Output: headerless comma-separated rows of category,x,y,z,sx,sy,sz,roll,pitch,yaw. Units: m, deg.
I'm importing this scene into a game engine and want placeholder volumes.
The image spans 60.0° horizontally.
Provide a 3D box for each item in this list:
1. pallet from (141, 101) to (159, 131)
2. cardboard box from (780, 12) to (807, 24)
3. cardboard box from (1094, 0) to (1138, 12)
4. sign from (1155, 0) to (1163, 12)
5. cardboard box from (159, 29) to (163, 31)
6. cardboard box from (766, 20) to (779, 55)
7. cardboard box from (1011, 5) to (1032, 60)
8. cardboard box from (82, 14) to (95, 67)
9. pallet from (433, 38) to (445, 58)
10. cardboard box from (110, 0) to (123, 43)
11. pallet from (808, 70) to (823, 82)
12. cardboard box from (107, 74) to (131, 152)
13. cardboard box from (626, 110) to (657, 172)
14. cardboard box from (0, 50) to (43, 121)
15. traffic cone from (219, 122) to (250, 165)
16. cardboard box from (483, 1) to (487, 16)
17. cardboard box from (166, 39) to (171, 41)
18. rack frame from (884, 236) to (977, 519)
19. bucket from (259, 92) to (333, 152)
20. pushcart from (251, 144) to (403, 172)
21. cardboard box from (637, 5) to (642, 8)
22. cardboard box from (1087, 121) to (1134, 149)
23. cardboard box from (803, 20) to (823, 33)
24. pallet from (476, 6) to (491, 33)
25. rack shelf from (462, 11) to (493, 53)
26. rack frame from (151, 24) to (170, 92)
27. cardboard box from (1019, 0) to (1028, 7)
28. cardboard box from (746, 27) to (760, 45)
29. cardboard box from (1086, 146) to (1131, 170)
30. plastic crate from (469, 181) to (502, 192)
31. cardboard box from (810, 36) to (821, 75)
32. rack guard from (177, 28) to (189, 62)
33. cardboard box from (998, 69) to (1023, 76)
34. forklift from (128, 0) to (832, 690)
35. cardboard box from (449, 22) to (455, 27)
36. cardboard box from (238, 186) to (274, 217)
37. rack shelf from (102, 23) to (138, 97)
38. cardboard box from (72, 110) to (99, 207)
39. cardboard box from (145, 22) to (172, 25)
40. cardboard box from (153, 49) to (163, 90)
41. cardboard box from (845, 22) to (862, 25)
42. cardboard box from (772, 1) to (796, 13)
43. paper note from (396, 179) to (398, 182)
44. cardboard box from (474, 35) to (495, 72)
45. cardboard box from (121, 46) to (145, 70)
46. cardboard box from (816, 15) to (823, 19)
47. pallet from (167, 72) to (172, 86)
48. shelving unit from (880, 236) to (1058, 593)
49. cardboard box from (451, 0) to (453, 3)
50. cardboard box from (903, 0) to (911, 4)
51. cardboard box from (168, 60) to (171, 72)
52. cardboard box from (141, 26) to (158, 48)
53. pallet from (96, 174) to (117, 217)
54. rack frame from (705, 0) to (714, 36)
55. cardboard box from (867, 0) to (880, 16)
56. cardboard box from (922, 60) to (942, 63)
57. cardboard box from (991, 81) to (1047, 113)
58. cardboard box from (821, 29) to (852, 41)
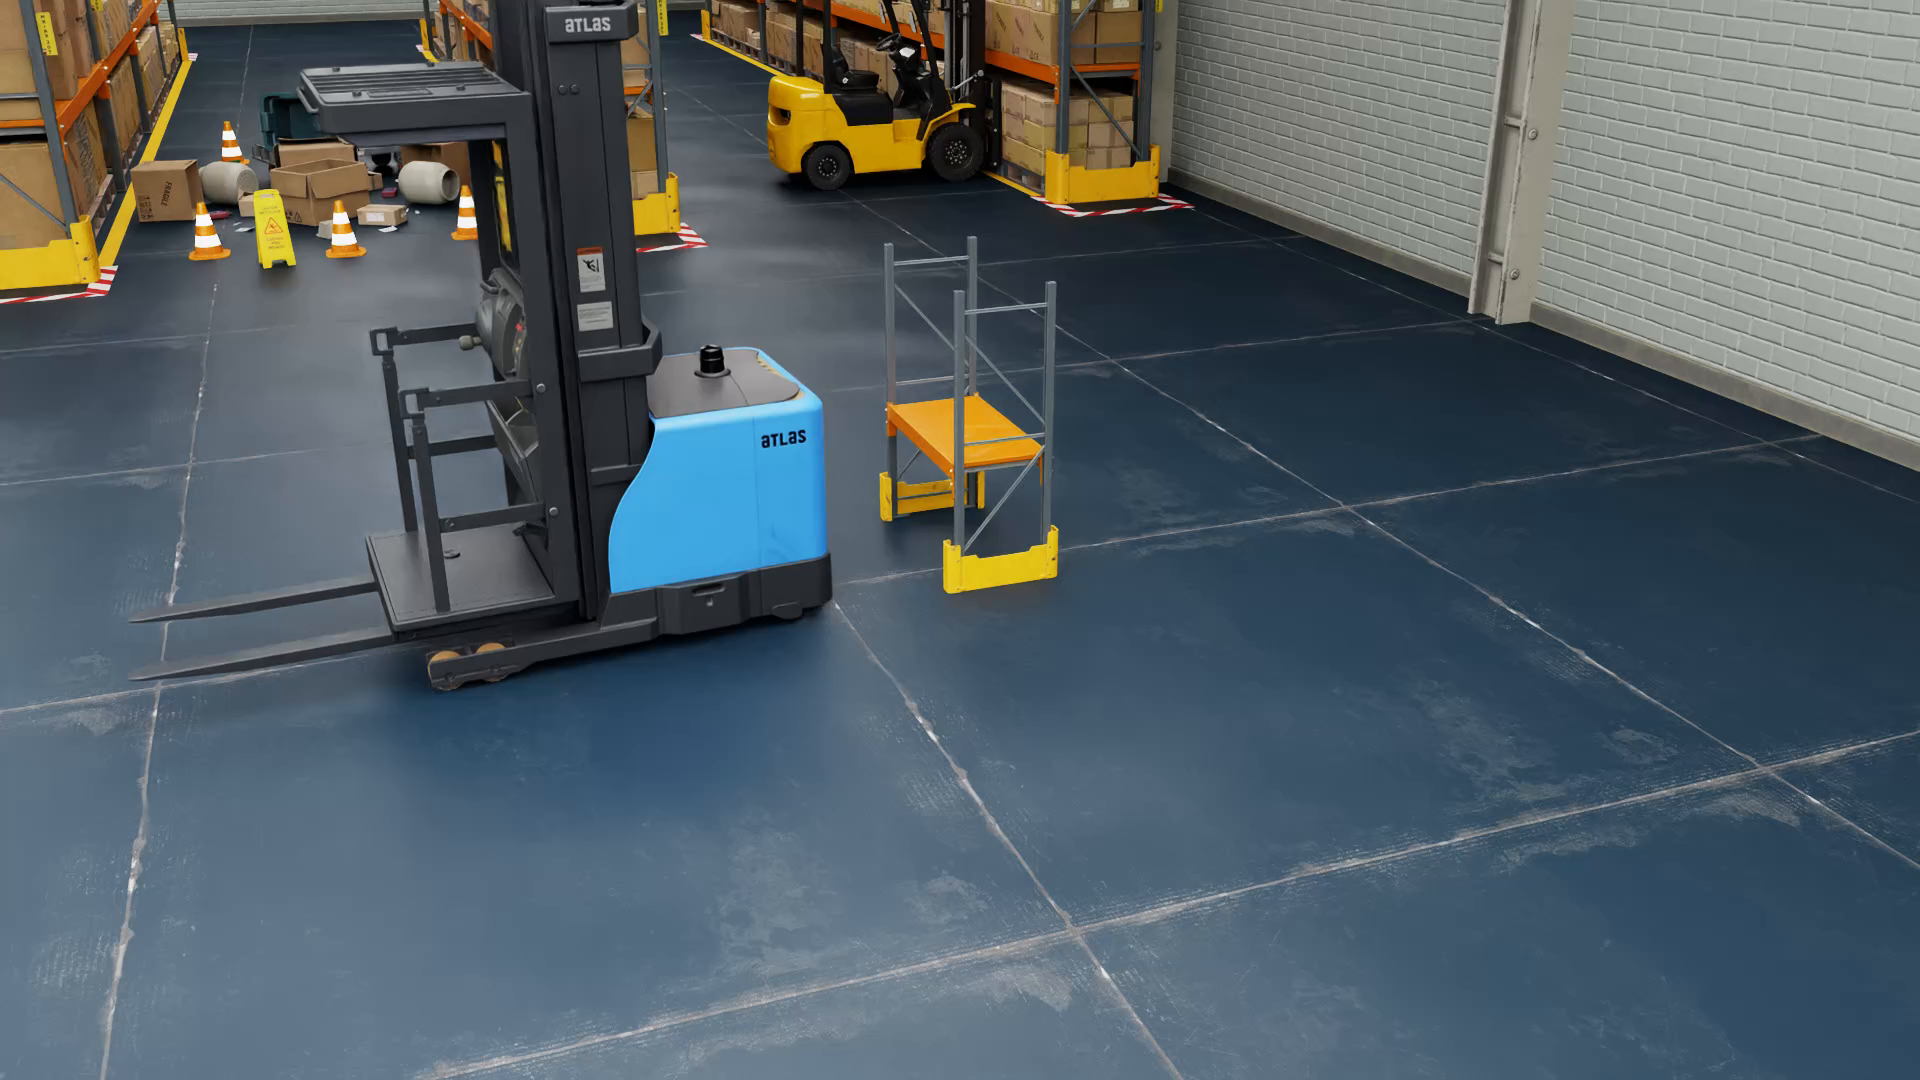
pallet,-10.886,-5.422,21.342,1.003,0.211,1.213,-8,24,-19
cardboard box,-2.637,-8.266,26.343,0.380,0.149,0.250,-10,25,-22
cardboard box,1.575,-5.418,16.779,0.380,0.149,0.250,-9,24,-20
sign,1.974,-5.424,16.539,0.100,0.325,0.005,-8,24,-19
cardboard box,-12.599,-7.846,25.868,0.380,0.149,0.250,-9,25,-21
cardboard box,-2.826,-8.109,26.806,0.500,0.500,0.500,-7,24,-17
cardboard box,0.858,-5.293,17.317,0.500,0.500,0.500,-8,24,-17
cardboard box,-9.056,-4.906,16.335,0.875,0.550,0.550,-8,24,-19
pallet,-8.486,-8.481,28.599,1.003,0.211,1.213,-8,24,-19
cardboard box,-9.664,-5.793,18.504,0.500,0.500,0.500,-8,24,-18
pallet,-1.602,-6.812,24.641,1.003,0.211,1.213,-8,24,-19
cardboard box,-9.839,-4.690,18.372,1.050,0.750,0.750,-8,24,-19
cardboard box,-3.225,-3.843,16.041,0.500,0.500,0.500,-9,25,-21
cardboard box,-7.958,-3.714,13.506,0.875,0.550,0.550,-8,24,-19
traffic cone,-8.259,-4.495,18.818,0.336,0.463,0.334,-8,24,-19
cardboard box,-5.337,-6.191,19.359,0.380,0.149,0.250,-8,24,-19
cardboard box,-12.530,-7.723,25.958,0.380,0.149,0.250,-7,24,-16
rack frame,-0.149,-0.845,8.823,0.500,1.500,0.032,-8,24,-19
bucket,-6.993,-4.428,17.652,0.726,0.611,0.620,0,13,-1
pushcart,-6.718,-4.146,18.100,1.648,0.377,0.936,-18,29,-37
cardboard box,-3.284,-4.813,15.795,0.500,0.500,0.500,-8,24,-17
cardboard box,1.481,-4.270,17.375,0.500,0.250,0.500,-8,24,-18
cardboard box,-2.227,-7.792,25.217,0.380,0.149,0.250,-10,25,-22
pallet,-5.278,-6.336,20.169,1.003,0.211,1.213,-8,24,-19
rack shelf,-5.309,-6.080,20.240,1.077,0.370,4.000,-8,24,-19
rack frame,-12.024,-7.876,23.575,1.000,3.000,0.127,-8,24,-19
cardboard box,0.839,-5.630,17.281,0.380,0.149,0.250,-9,24,-19
cardboard box,-3.384,-8.500,28.034,0.396,0.266,0.258,-7,24,-17
cardboard box,1.462,-4.046,17.487,0.500,0.250,0.500,-8,24,-19
plastic crate,-4.815,-3.657,17.323,0.402,0.080,0.583,-18,29,-37
cardboard box,-1.891,-7.170,24.577,0.500,0.500,0.500,-9,24,-20
rack guard,-13.410,-8.150,27.443,1.175,0.500,0.348,-8,24,-19
cardboard box,0.753,-5.235,19.020,0.500,0.250,0.500,-8,24,-19
forklift,-2.170,-0.933,7.189,3.031,2.935,1.130,-10,25,-22
cardboard box,-7.867,-8.173,27.037,0.875,0.438,0.875,-9,25,-21
cardboard box,-6.868,-3.338,16.327,0.396,0.266,0.258,-4,23,-10
rack shelf,-9.905,-5.364,18.542,1.077,0.370,4.000,-8,24,-19
cardboard box,-8.719,-3.619,15.668,0.875,0.875,0.875,-8,24,-19
cardboard box,-13.013,-8.326,27.006,0.380,0.149,0.250,-8,24,-18
cardboard box,-11.346,-6.497,22.980,0.500,0.500,0.500,-9,24,-20
cardboard box,-1.507,-7.685,24.963,0.380,0.149,0.250,-10,25,-21
cardboard box,-2.772,-8.497,26.508,0.380,0.149,0.250,-10,25,-22
paper note,-6.012,-3.890,17.941,0.148,0.019,0.142,-8,24,-19
cardboard box,-6.182,-6.615,22.778,0.875,0.875,0.875,-9,24,-19
cardboard box,-10.628,-6.094,21.058,0.500,0.250,0.500,-9,25,-21
cardboard box,-2.033,-8.142,26.048,0.380,0.149,0.250,-8,24,-18
pallet,-12.294,-6.830,24.684,1.003,0.211,1.213,-8,24,-19
shelving unit,0.027,-0.663,8.393,0.587,1.500,1.083,-8,24,-19
cardboard box,-6.795,-7.586,23.080,0.500,0.250,0.500,-9,24,-20
cardboard box,-0.373,-6.672,20.268,0.500,0.250,0.500,-9,24,-20
cardboard box,-11.946,-7.029,24.695,0.380,0.149,0.250,-8,24,-17
cardboard box,-11.524,-7.027,23.273,0.500,0.250,0.500,-9,24,-20
pallet,-9.003,-3.397,16.539,1.003,0.211,1.213,-8,24,-19
rack frame,-4.200,-10.728,30.340,1.000,3.000,0.127,-8,24,-19
cardboard box,-0.902,-6.999,21.686,0.500,0.250,0.500,-8,24,-17
cardboard box,-0.155,-5.655,20.821,0.875,0.625,0.625,-7,24,-17
cardboard box,0.625,-4.793,17.971,0.500,0.250,0.500,-8,24,-18
cardboard box,-1.785,-7.306,24.065,0.380,0.149,0.250,-10,25,-22
